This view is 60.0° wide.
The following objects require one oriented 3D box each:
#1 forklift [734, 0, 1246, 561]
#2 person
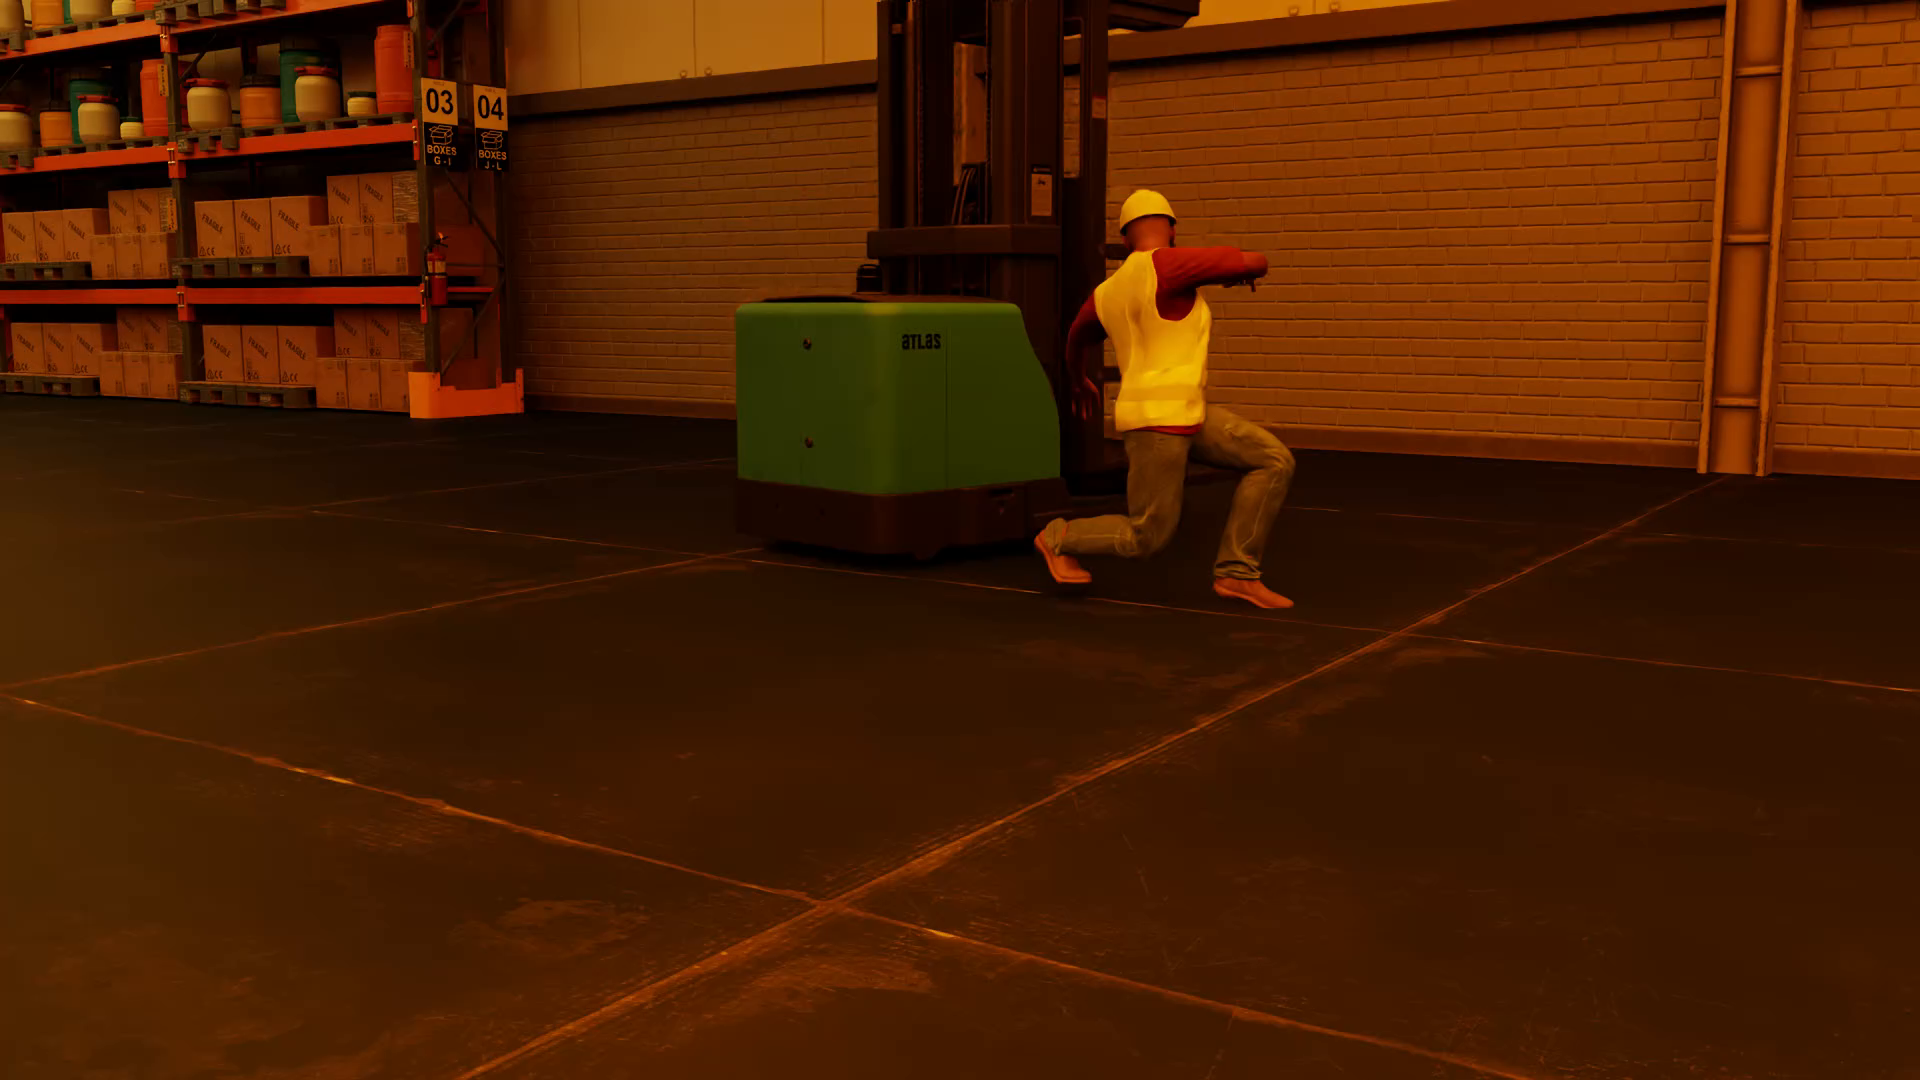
[{"bbox_3d":[0.414,-1.516,7.854,3.031,2.935,1.130,-8,11,-44],"label":"forklift"},{"bbox_3d":[0.761,-0.523,6.105,0.974,1.501,0.839,2,8,14],"label":"person"}]
